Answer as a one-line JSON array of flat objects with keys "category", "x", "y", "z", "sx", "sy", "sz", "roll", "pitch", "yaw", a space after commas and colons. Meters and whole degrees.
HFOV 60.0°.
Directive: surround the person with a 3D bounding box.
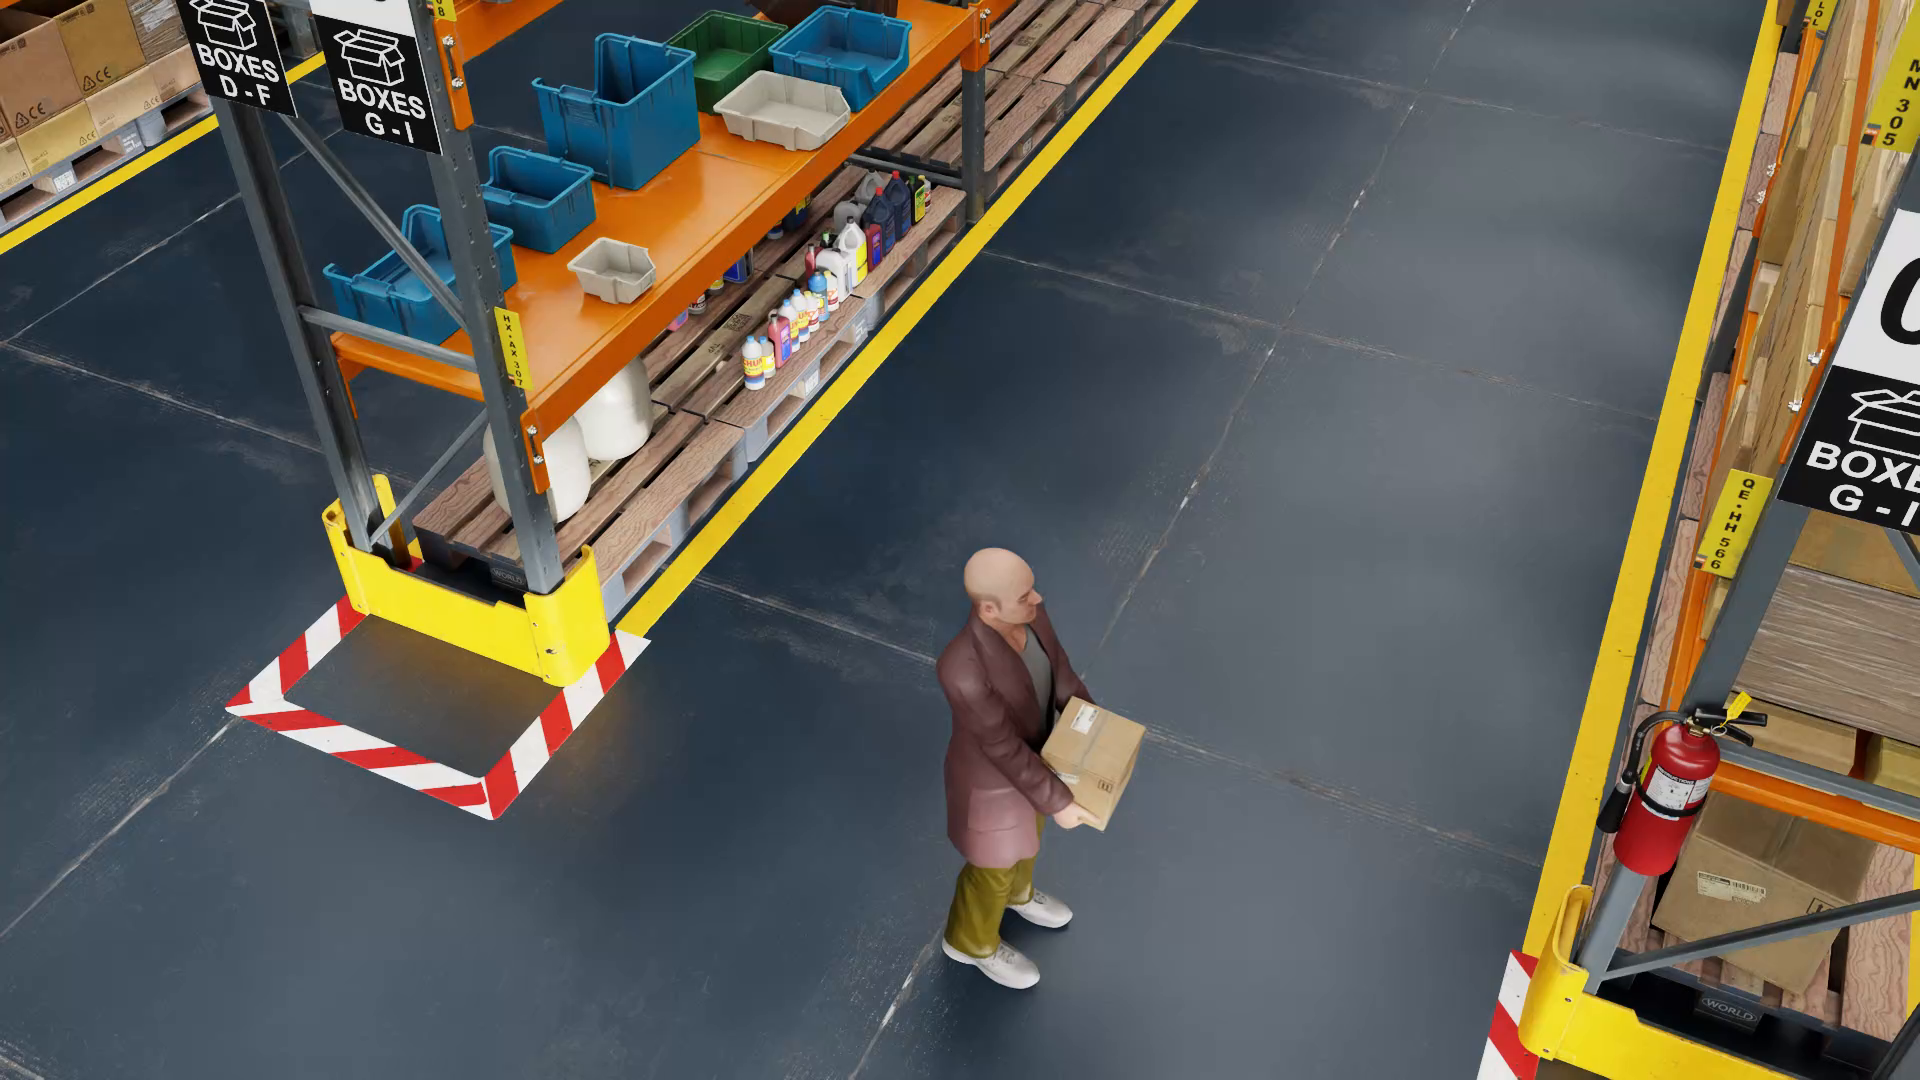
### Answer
[{"category": "person", "x": 0.237, "y": 0.758, "z": 5.314, "sx": 0.554, "sy": 1.779, "sz": 0.525, "roll": 17, "pitch": 44, "yaw": 18}]
